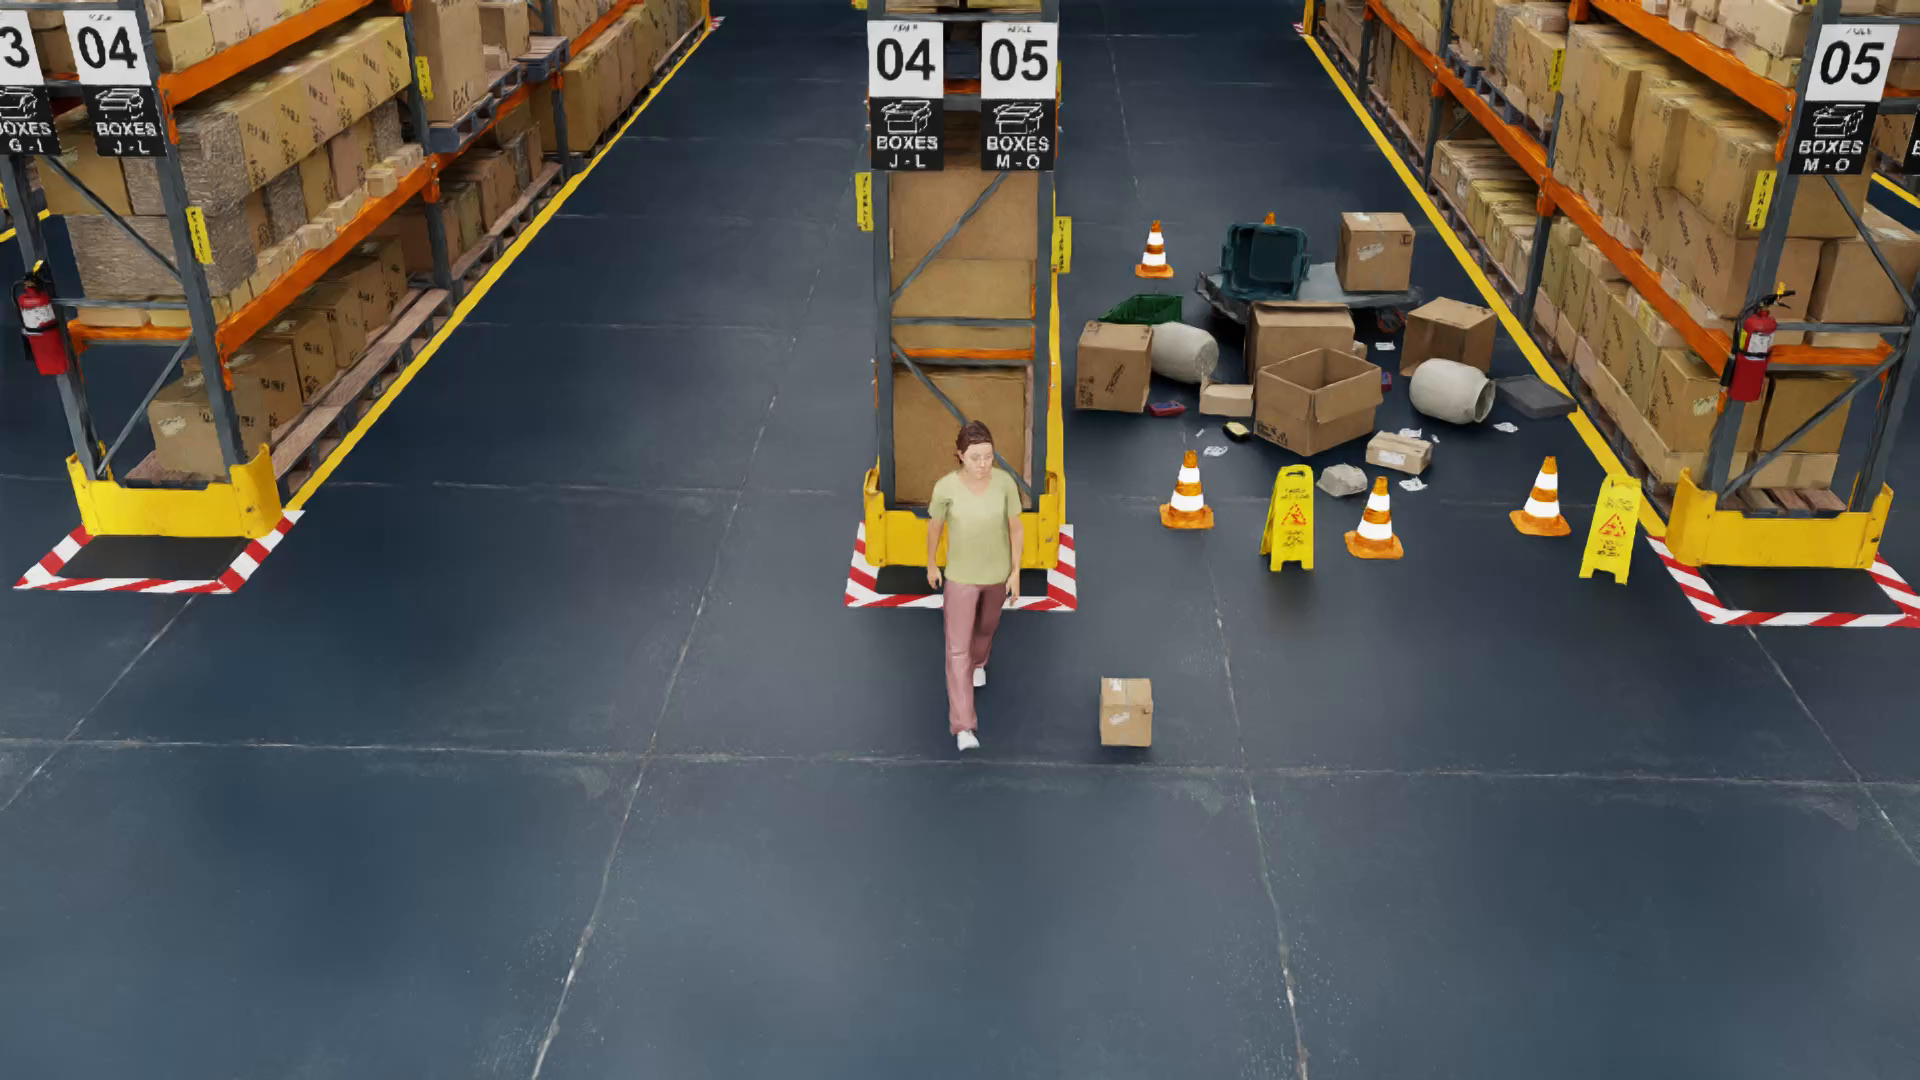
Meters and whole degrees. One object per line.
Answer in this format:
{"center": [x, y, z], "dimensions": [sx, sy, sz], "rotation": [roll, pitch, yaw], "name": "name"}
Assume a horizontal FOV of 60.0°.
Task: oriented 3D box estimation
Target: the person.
{"center": [0.102, 0.194, 8.266], "dimensions": [0.476, 1.611, 1.026], "rotation": [-8, 29, -14], "name": "person"}
